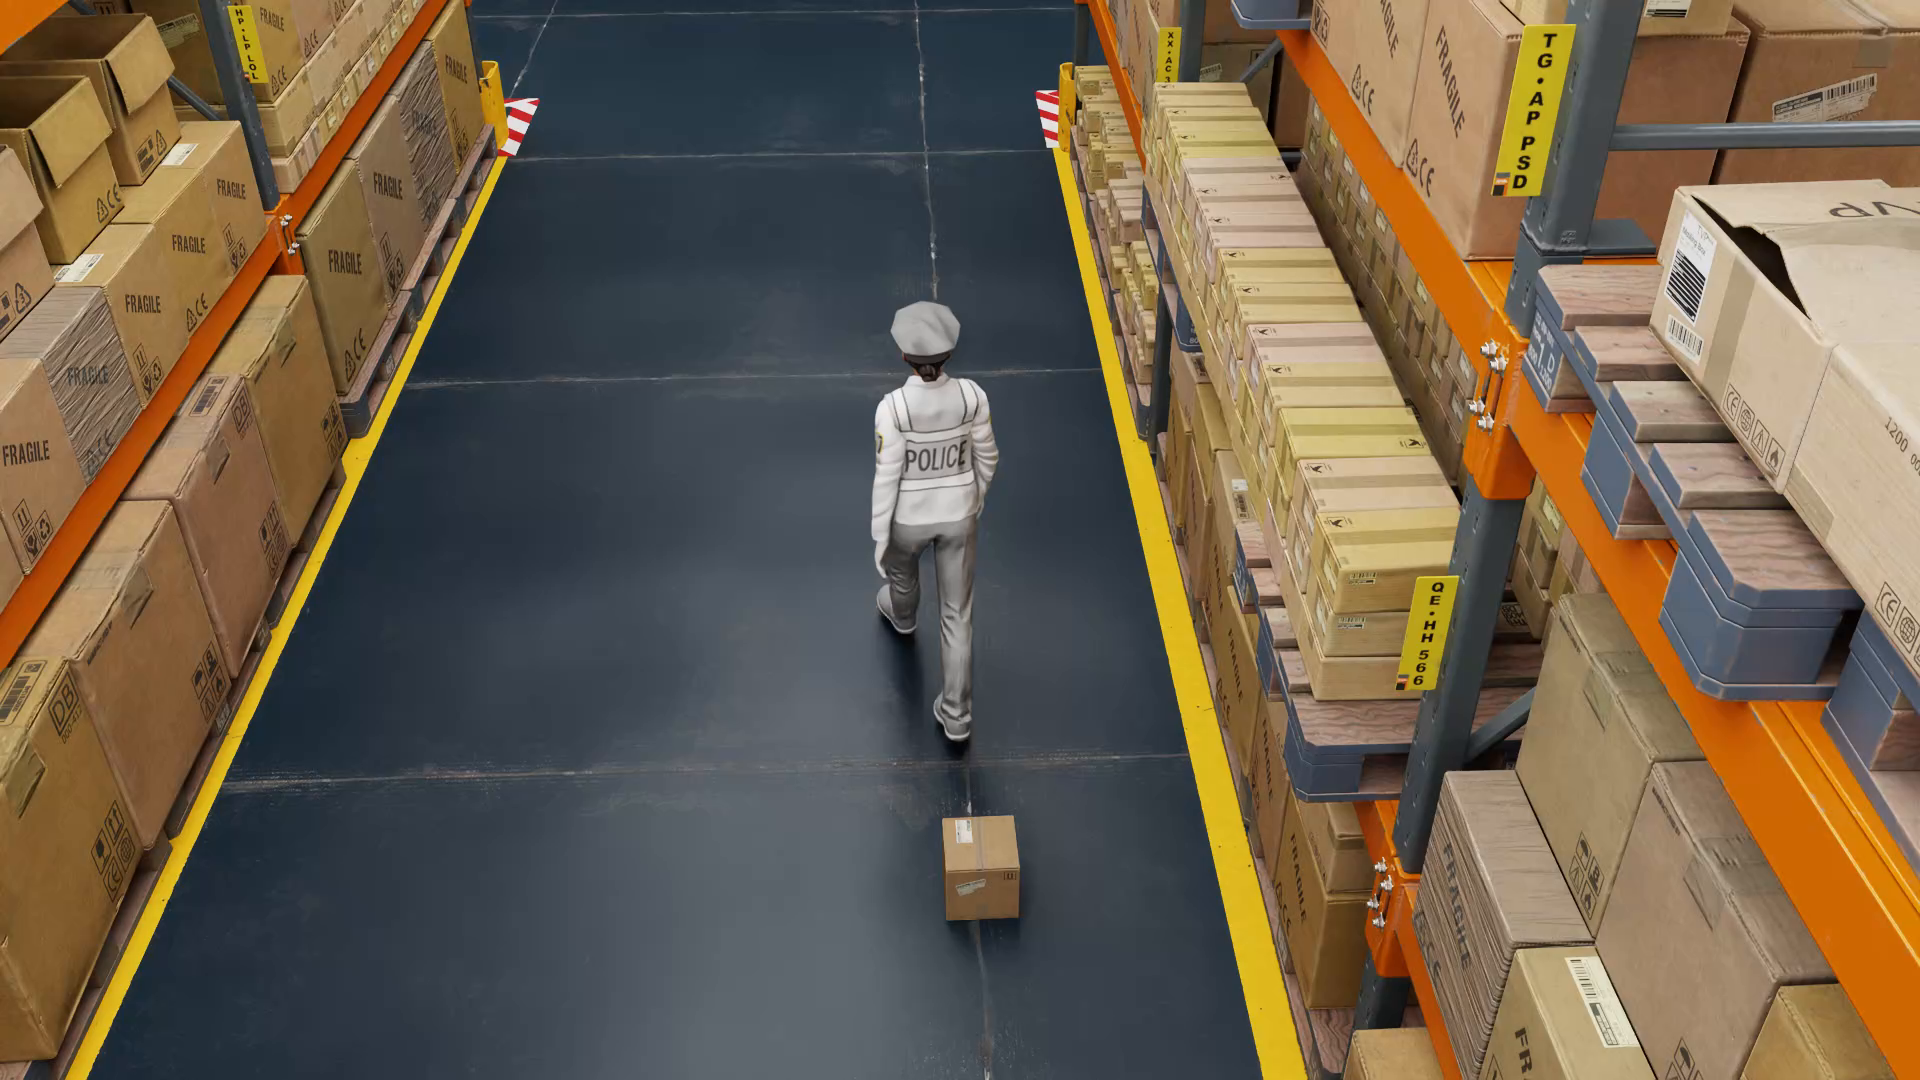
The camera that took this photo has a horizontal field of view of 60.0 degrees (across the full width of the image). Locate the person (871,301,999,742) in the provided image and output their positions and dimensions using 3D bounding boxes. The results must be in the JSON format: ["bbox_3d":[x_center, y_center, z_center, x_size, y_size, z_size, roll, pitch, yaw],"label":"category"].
[{"bbox_3d":[-0.103,-0.138,6.316,0.515,1.610,1.013,-6,36,-8],"label":"person"}]
